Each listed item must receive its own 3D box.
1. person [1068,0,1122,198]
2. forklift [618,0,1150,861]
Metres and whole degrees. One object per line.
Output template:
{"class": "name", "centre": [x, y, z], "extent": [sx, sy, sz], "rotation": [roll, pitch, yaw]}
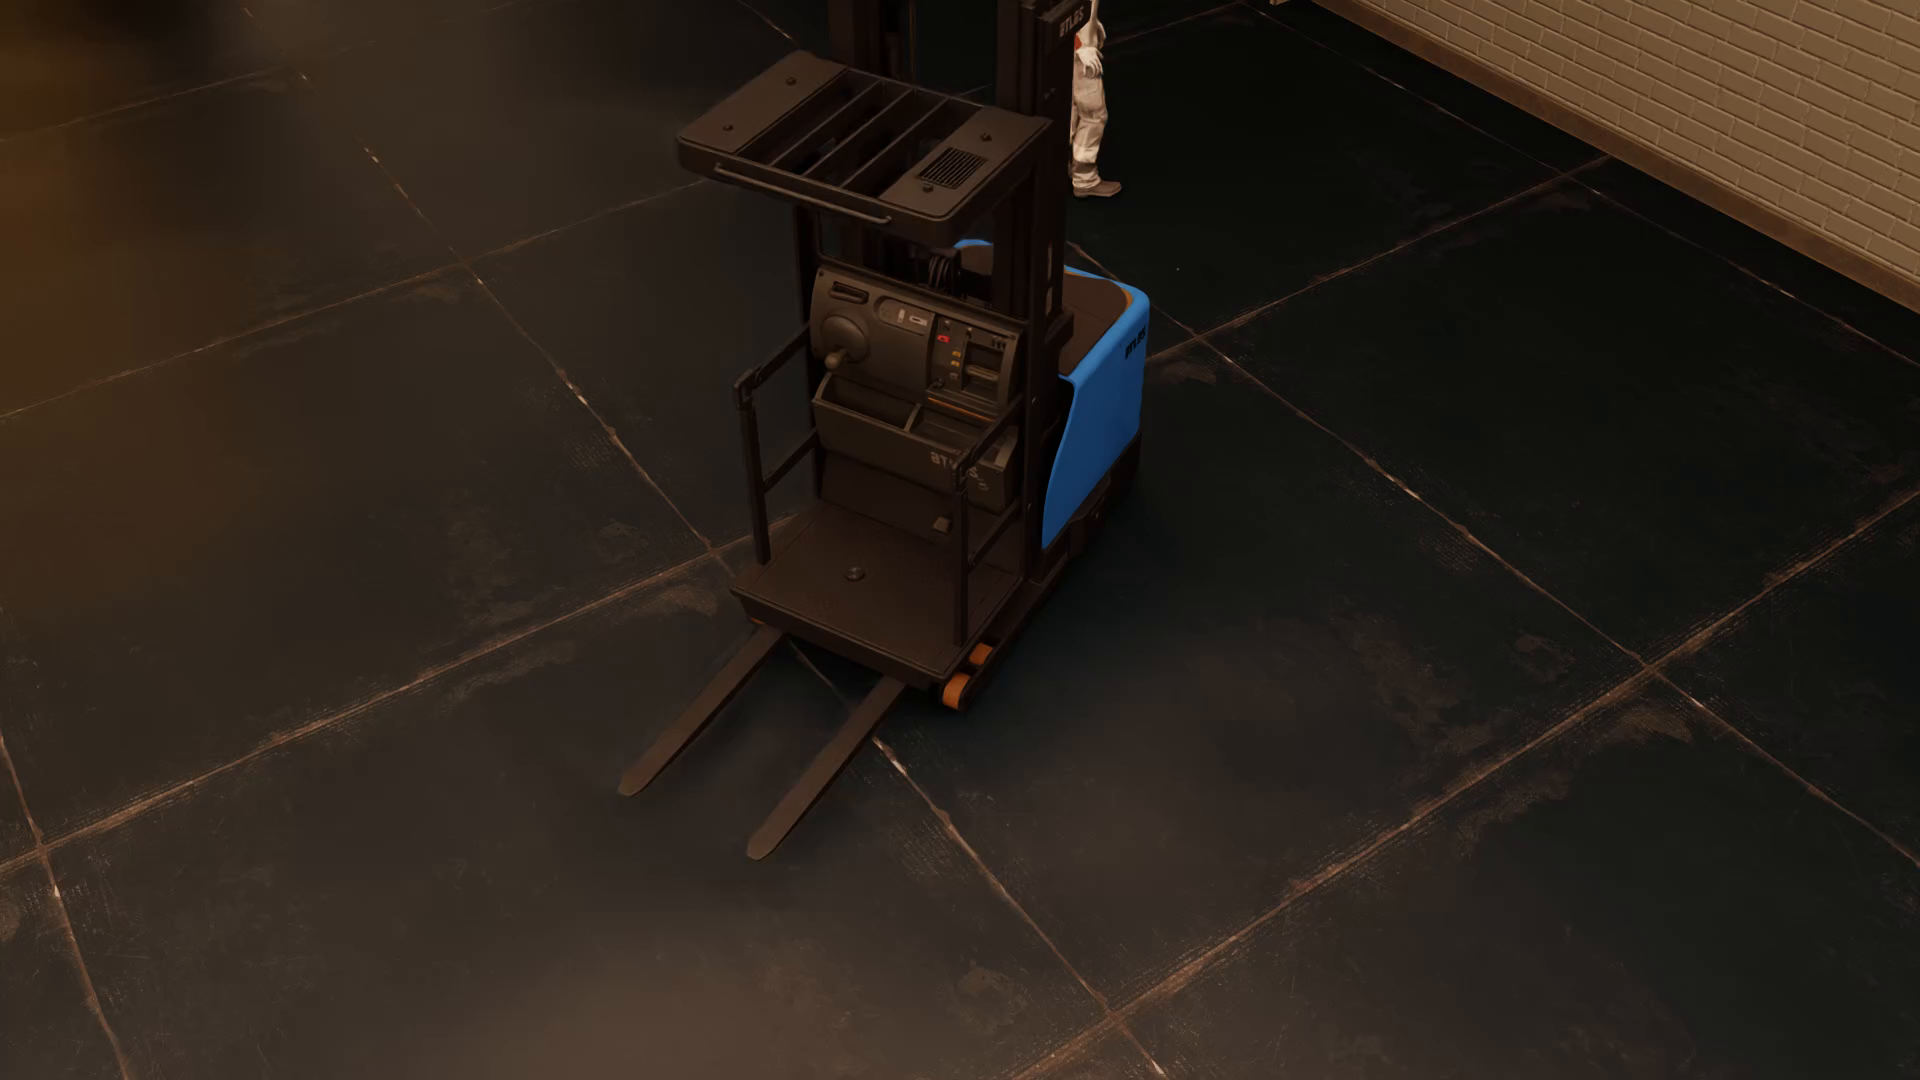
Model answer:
{"class": "person", "centre": [0.740, -2.872, 9.700], "extent": [0.505, 1.757, 0.749], "rotation": [1, 43, 1]}
{"class": "forklift", "centre": [-0.294, -0.710, 6.486], "extent": [1.130, 2.935, 3.031], "rotation": [21, 47, 21]}
